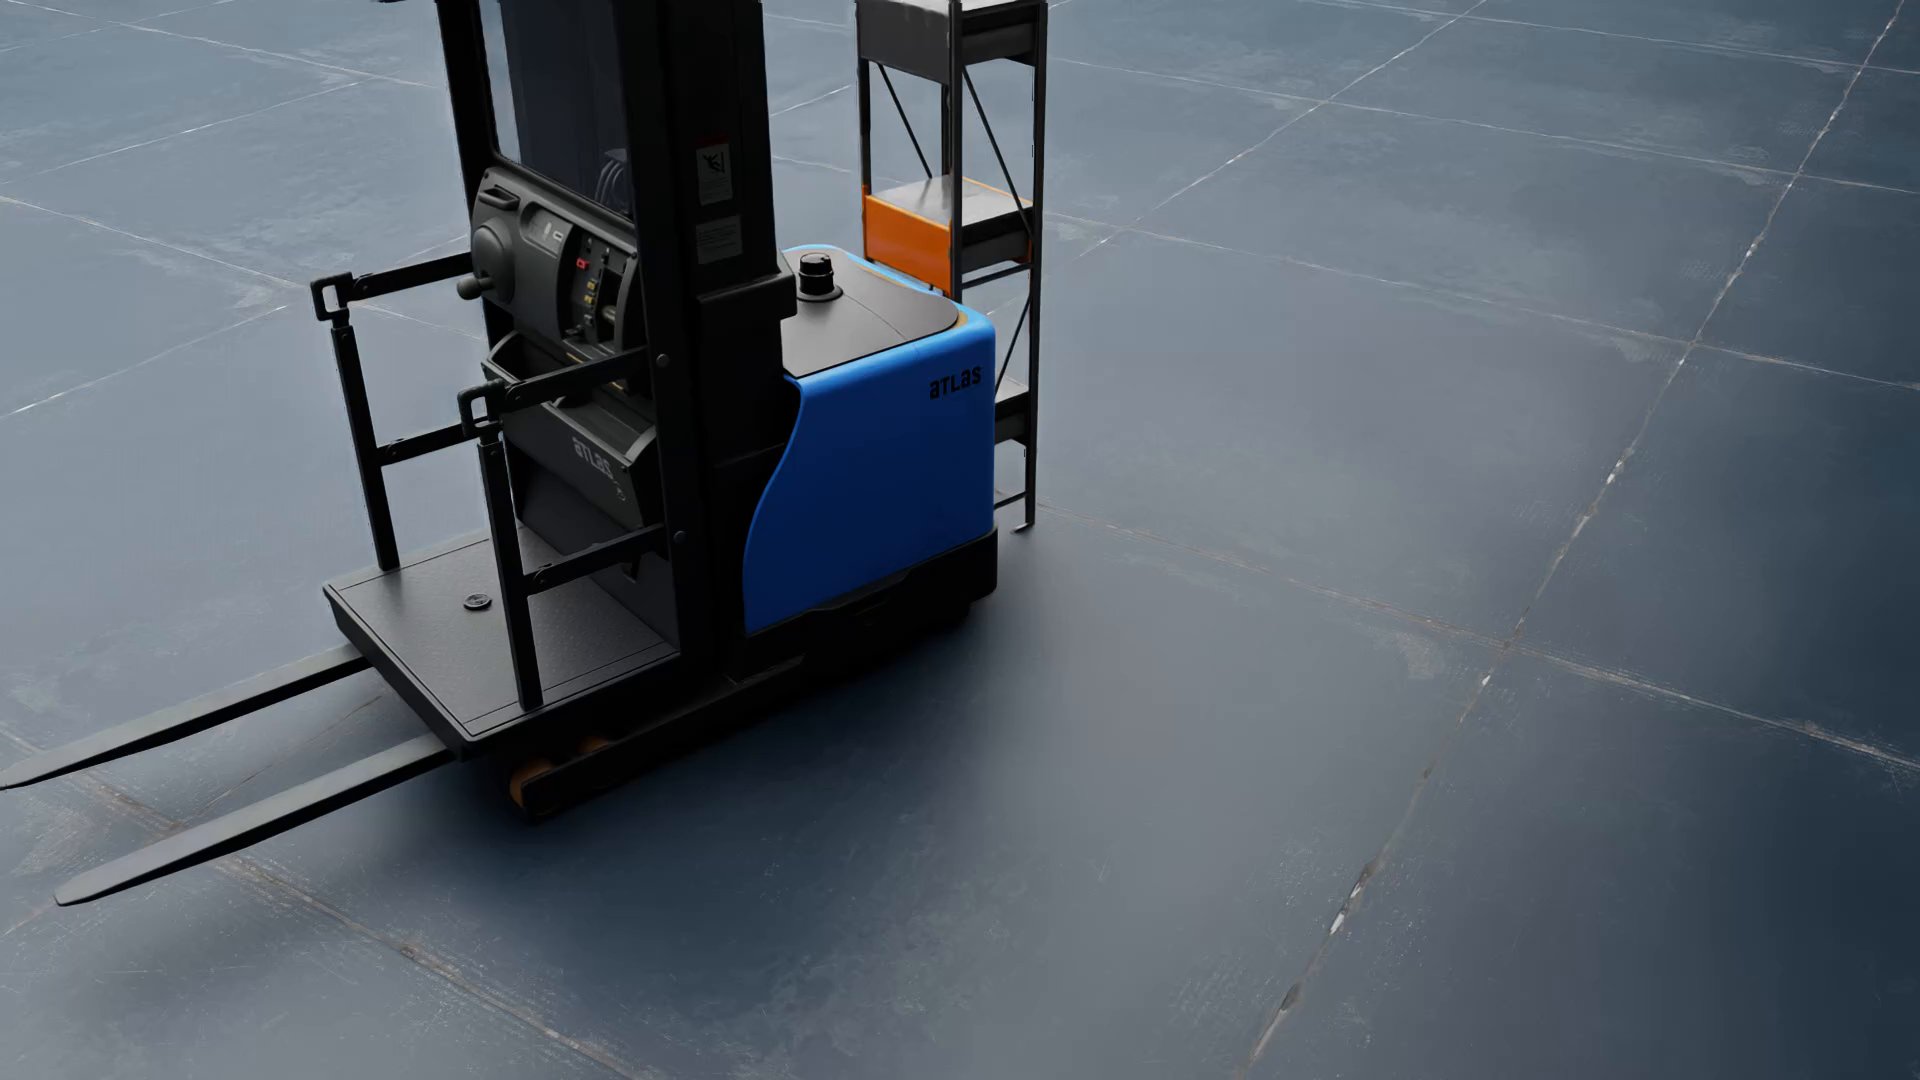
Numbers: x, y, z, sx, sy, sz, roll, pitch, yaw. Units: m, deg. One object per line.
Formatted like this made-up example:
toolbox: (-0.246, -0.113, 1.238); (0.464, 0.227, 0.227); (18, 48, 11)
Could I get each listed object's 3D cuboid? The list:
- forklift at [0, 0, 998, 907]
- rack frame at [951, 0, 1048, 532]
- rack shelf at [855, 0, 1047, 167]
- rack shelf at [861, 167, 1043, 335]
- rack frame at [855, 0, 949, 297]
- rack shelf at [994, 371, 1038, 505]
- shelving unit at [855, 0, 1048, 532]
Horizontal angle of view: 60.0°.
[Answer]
forklift: (-1.328, -0.761, 4.645); (3.031, 2.935, 1.130); (-23, 37, -33)
rack frame: (0.128, -0.904, 5.717); (0.400, 2.100, 0.015); (-23, 37, -34)
rack shelf: (-0.030, -1.591, 5.531); (0.431, 0.518, 0.480); (-23, 37, -34)
rack shelf: (-0.030, -0.986, 5.884); (0.431, 0.518, 0.480); (-23, 37, -34)
rack frame: (-0.189, -1.091, 6.037); (0.400, 2.100, 0.015); (-23, 37, -34)
rack shelf: (-0.030, -0.382, 6.236); (0.431, 0.518, 0.480); (-23, 37, -34)
shelving unit: (-0.030, -0.998, 5.877); (0.431, 2.100, 0.503); (-23, 37, -34)
